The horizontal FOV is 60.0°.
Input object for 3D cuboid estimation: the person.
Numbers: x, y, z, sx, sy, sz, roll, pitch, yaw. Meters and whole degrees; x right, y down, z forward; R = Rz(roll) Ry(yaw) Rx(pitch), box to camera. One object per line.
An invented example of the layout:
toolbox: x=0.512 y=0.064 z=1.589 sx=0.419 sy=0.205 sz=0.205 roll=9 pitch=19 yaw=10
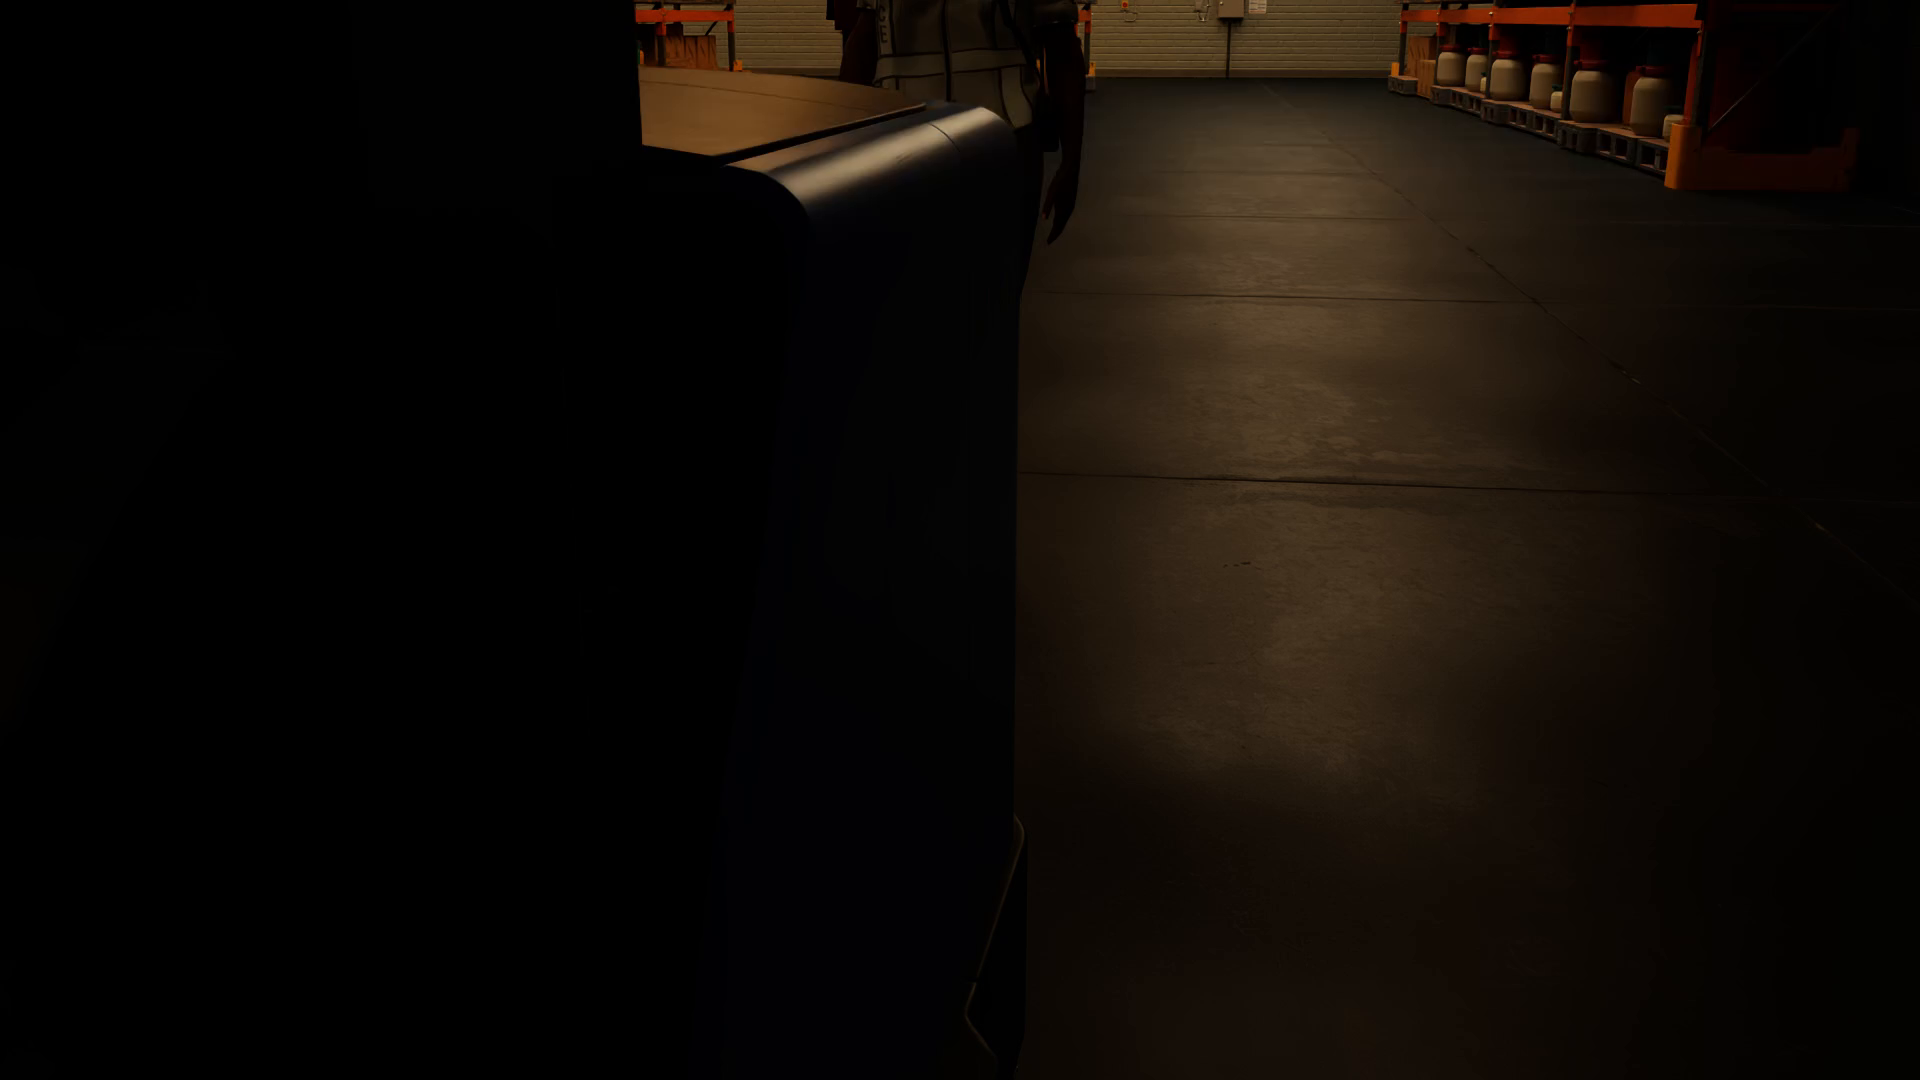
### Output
person: x=-0.029 y=-0.794 z=3.500 sx=0.570 sy=1.697 sz=0.528 roll=2 pitch=18 yaw=7

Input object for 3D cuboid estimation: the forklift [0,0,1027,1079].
forklift: x=-0.712 y=-0.393 z=0.199 sx=1.130 sy=2.935 sz=3.031 roll=3 pitch=18 yaw=10
